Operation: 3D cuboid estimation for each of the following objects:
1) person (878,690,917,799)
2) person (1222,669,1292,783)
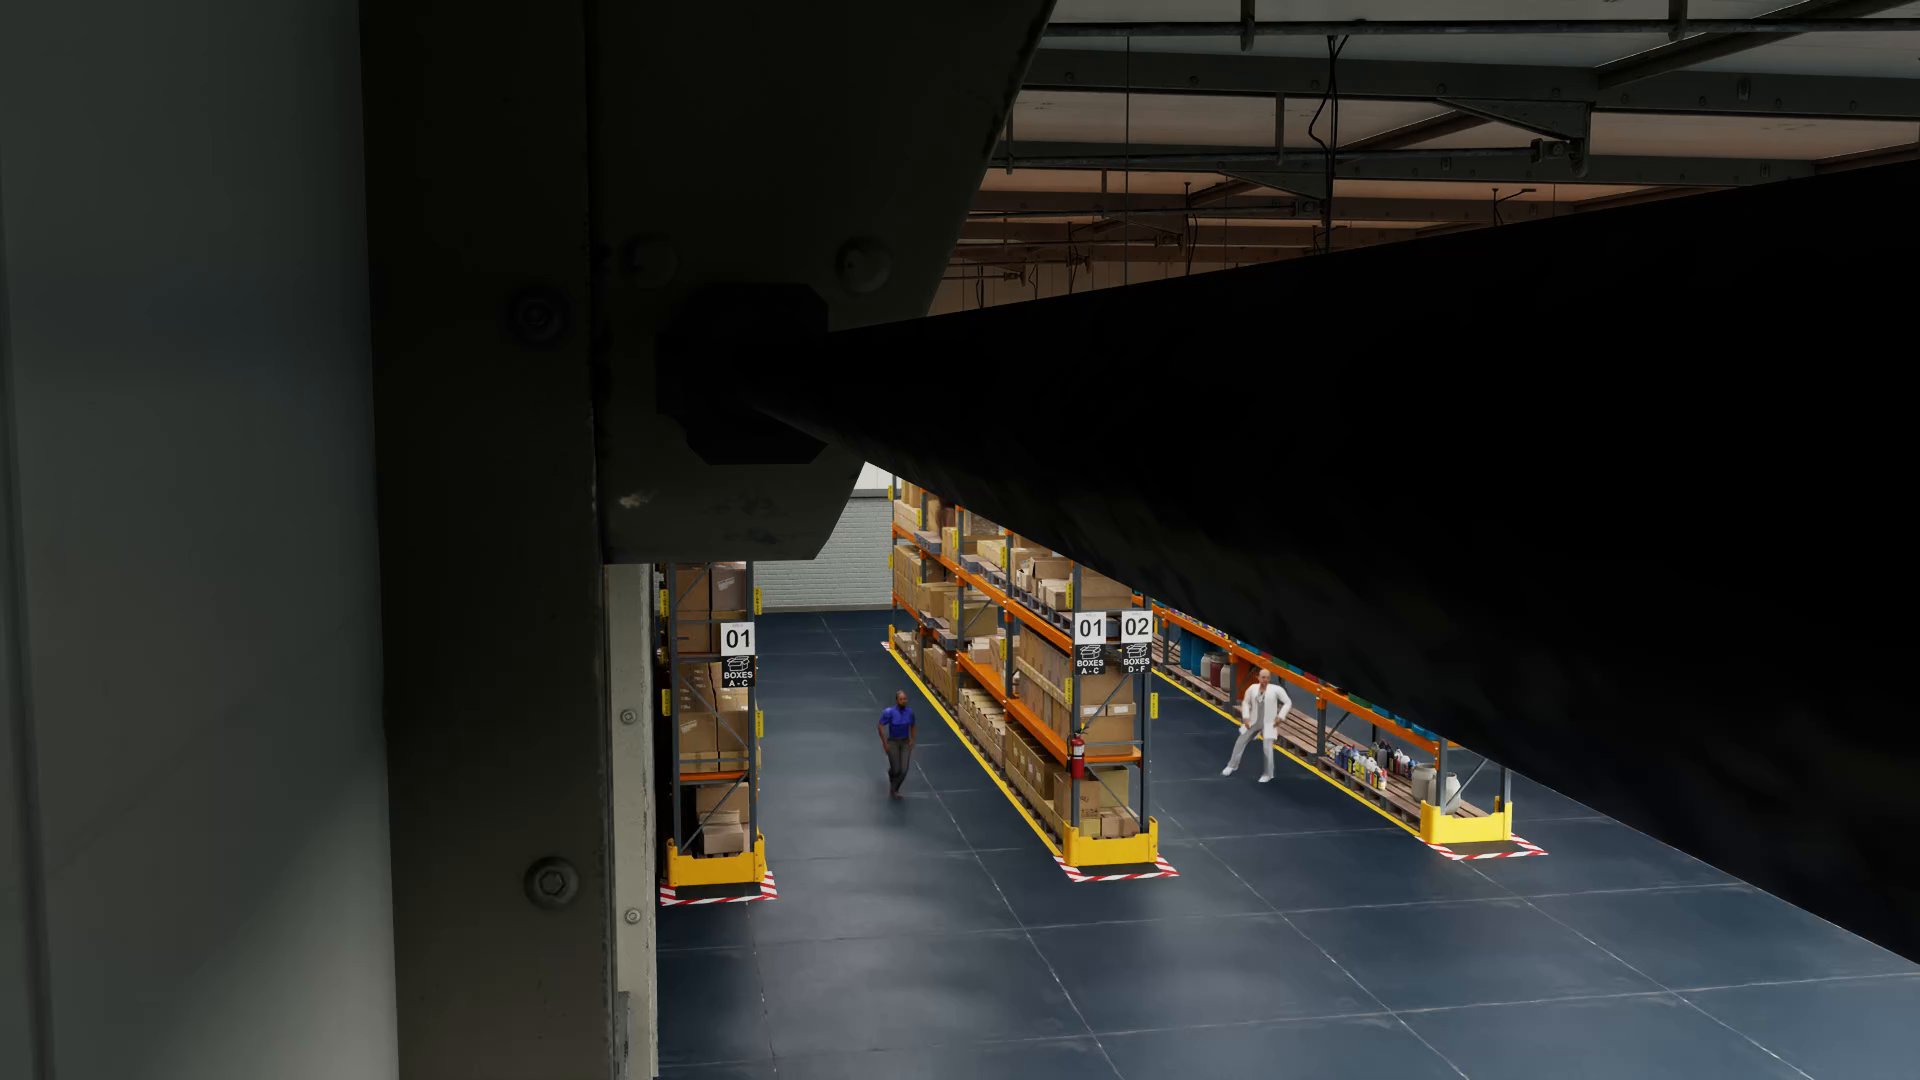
[{"bbox_3d":[-0.906,2.949,24.081,0.581,1.589,0.525,-2,7,-20],"label":"person"},{"bbox_3d":[4.476,2.833,25.124,1.006,1.608,0.455,4,7,30],"label":"person"}]
